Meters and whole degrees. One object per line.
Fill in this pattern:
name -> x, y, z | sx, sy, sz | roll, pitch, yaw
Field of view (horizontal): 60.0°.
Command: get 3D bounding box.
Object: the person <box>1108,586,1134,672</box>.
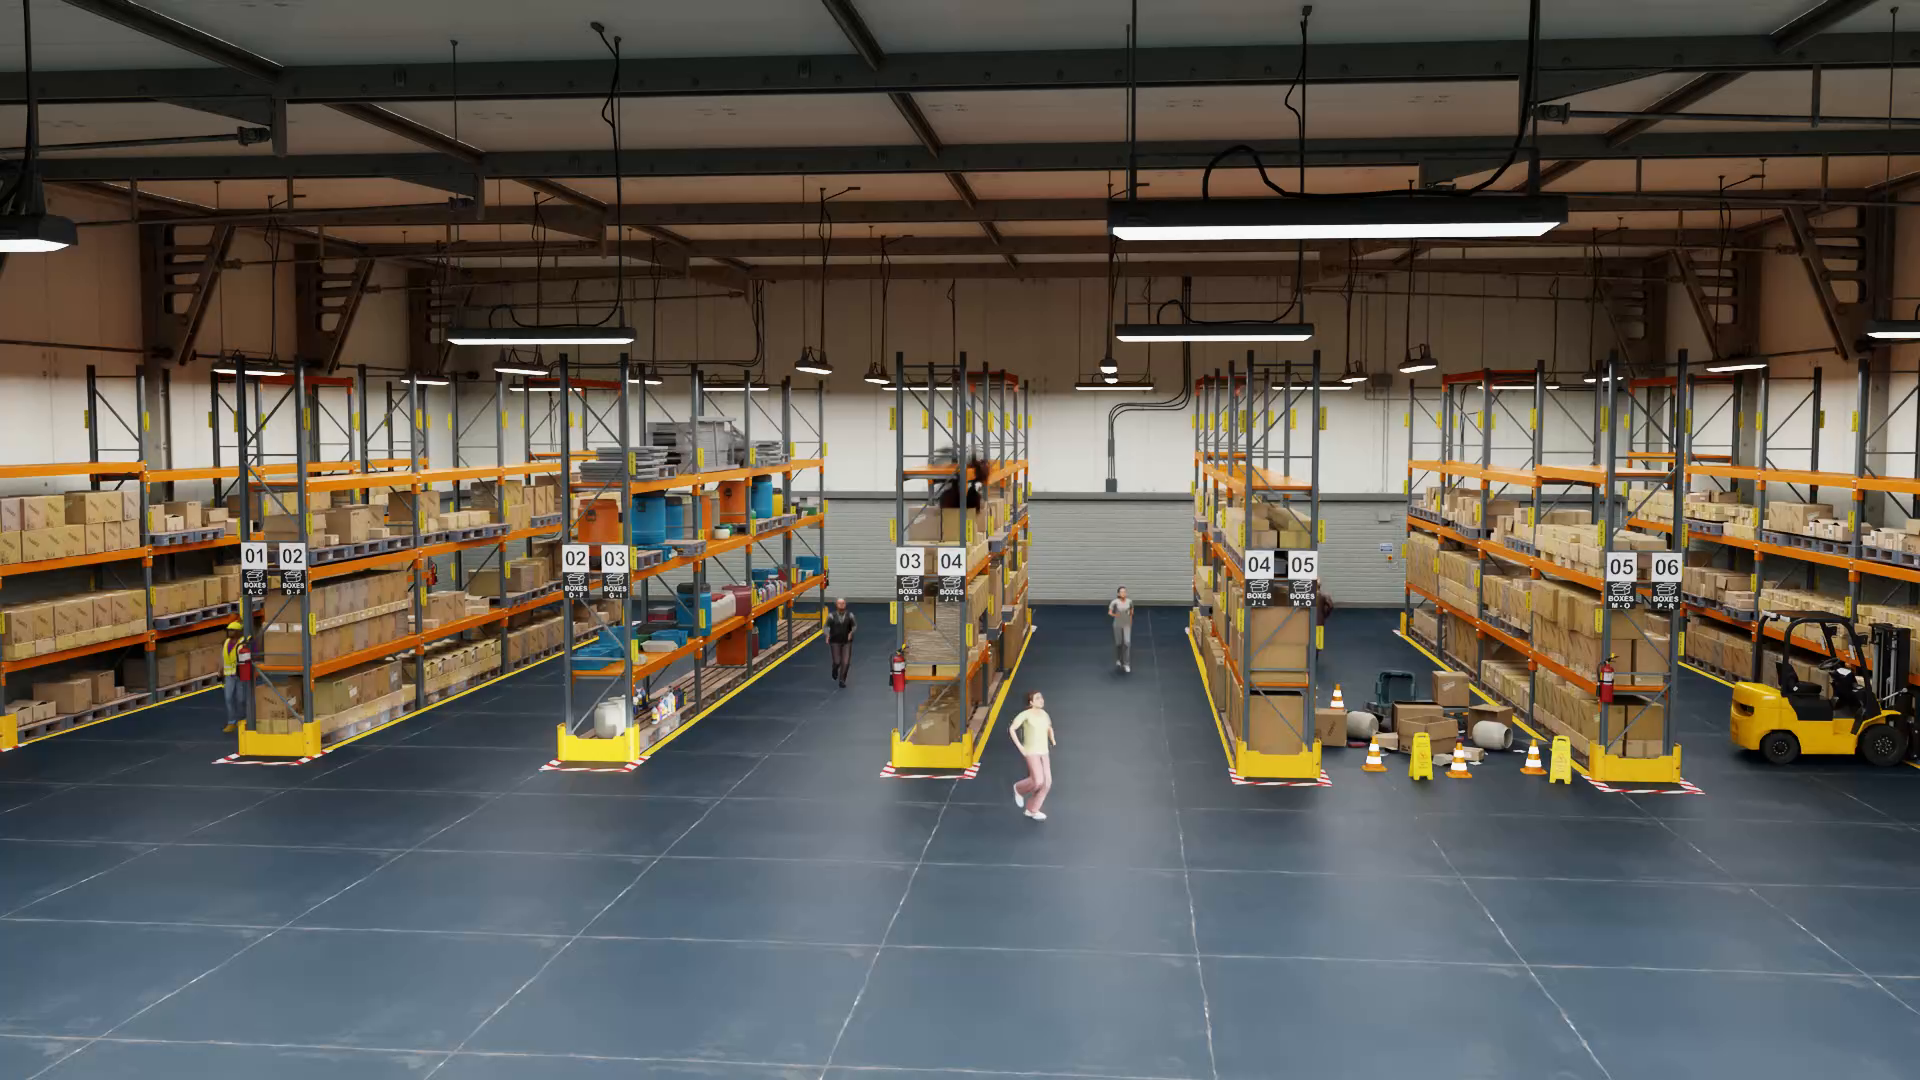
person -> 3.257, 1.782, 33.608 | 0.552, 1.710, 0.774 | 0, 4, -3

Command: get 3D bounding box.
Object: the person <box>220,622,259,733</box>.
person -> -11.733, 2.208, 27.069 | 0.689, 1.767, 0.841 | 1, 4, 10

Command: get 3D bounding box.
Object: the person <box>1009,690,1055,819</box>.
person -> 0.949, 2.701, 20.998 | 0.627, 1.624, 0.547 | -3, 5, -36

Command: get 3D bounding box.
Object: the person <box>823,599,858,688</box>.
person -> -2.244, 1.942, 31.361 | 0.658, 1.676, 0.578 | -1, 4, -10

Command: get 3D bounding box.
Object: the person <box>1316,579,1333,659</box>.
person -> 7.360, 1.688, 34.471 | 0.708, 1.764, 0.786 | 0, 4, 2
